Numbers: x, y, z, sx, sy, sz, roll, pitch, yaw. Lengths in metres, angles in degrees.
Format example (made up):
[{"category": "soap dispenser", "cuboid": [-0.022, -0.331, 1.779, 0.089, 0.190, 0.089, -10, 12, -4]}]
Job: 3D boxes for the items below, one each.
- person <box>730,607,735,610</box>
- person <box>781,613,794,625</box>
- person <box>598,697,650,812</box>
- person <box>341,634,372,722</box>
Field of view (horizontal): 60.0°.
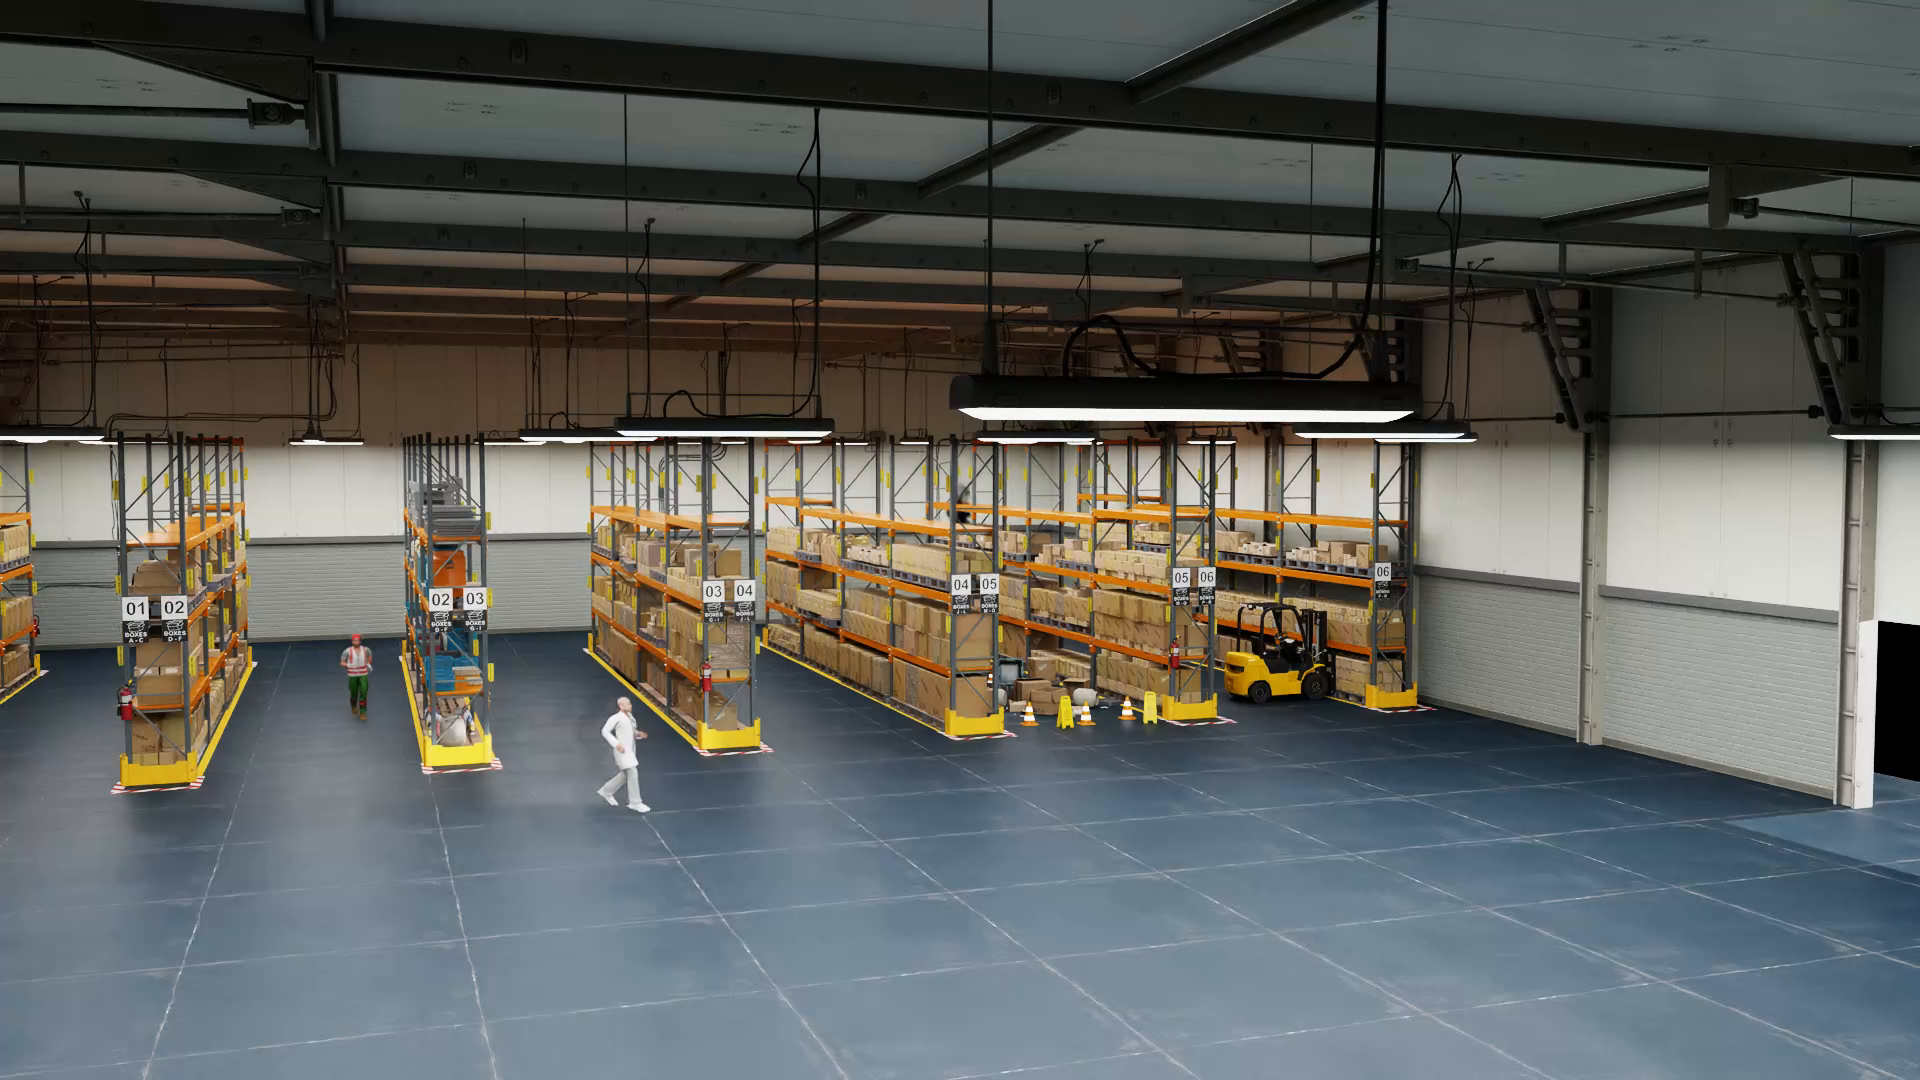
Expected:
[{"category": "person", "cuboid": [-6.473, 2.368, 46.786, 0.558, 1.551, 0.572, -1, 3, -16]}, {"category": "person", "cuboid": [-5.103, 2.133, 49.623, 0.823, 1.705, 0.613, -1, 3, -21]}, {"category": "person", "cuboid": [-5.314, 3.371, 26.232, 0.921, 1.794, 0.705, 1, 3, 11]}, {"category": "person", "cuboid": [-12.698, 2.869, 35.037, 0.653, 1.799, 0.987, -2, 4, -27]}]
